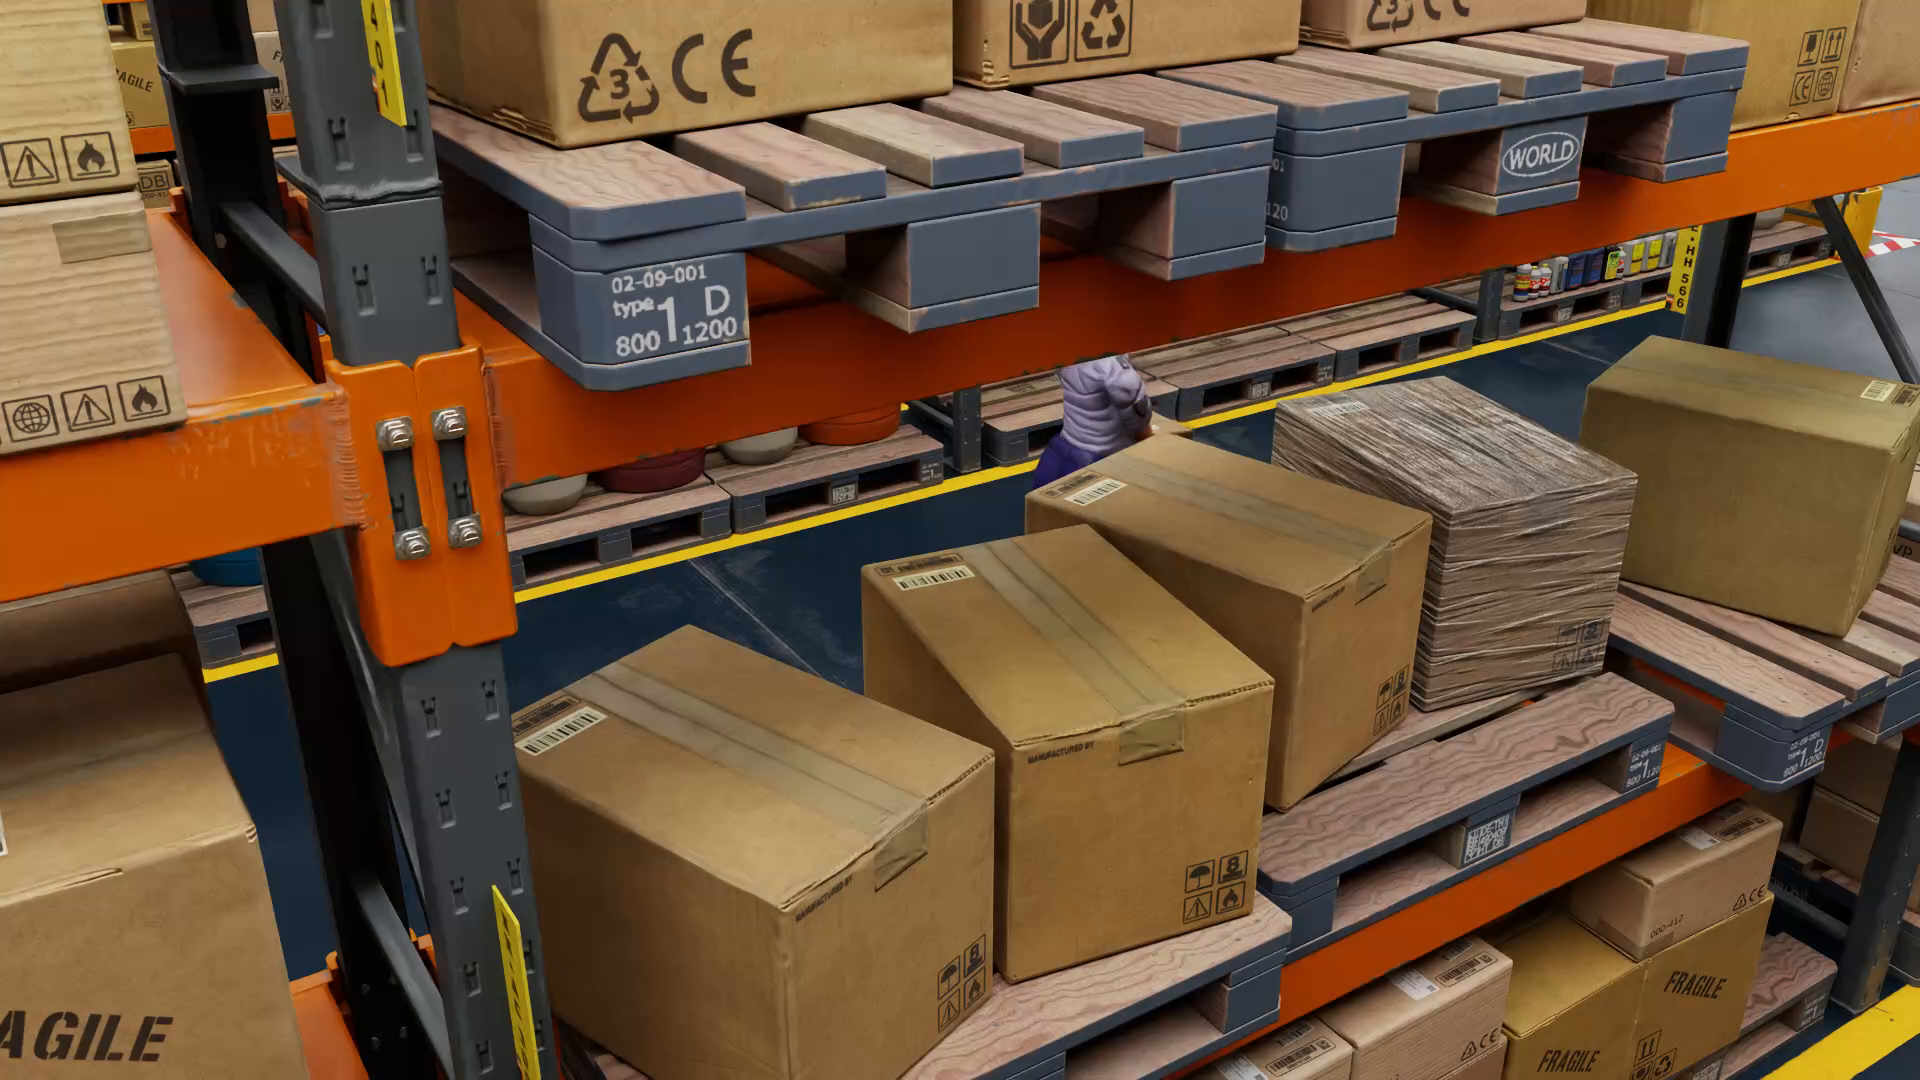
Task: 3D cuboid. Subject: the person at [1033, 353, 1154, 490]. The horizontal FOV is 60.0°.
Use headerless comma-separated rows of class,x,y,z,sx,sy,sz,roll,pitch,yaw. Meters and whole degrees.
person,0.573,-0.217,6.621,0.544,1.627,0.435,-16,30,-30
